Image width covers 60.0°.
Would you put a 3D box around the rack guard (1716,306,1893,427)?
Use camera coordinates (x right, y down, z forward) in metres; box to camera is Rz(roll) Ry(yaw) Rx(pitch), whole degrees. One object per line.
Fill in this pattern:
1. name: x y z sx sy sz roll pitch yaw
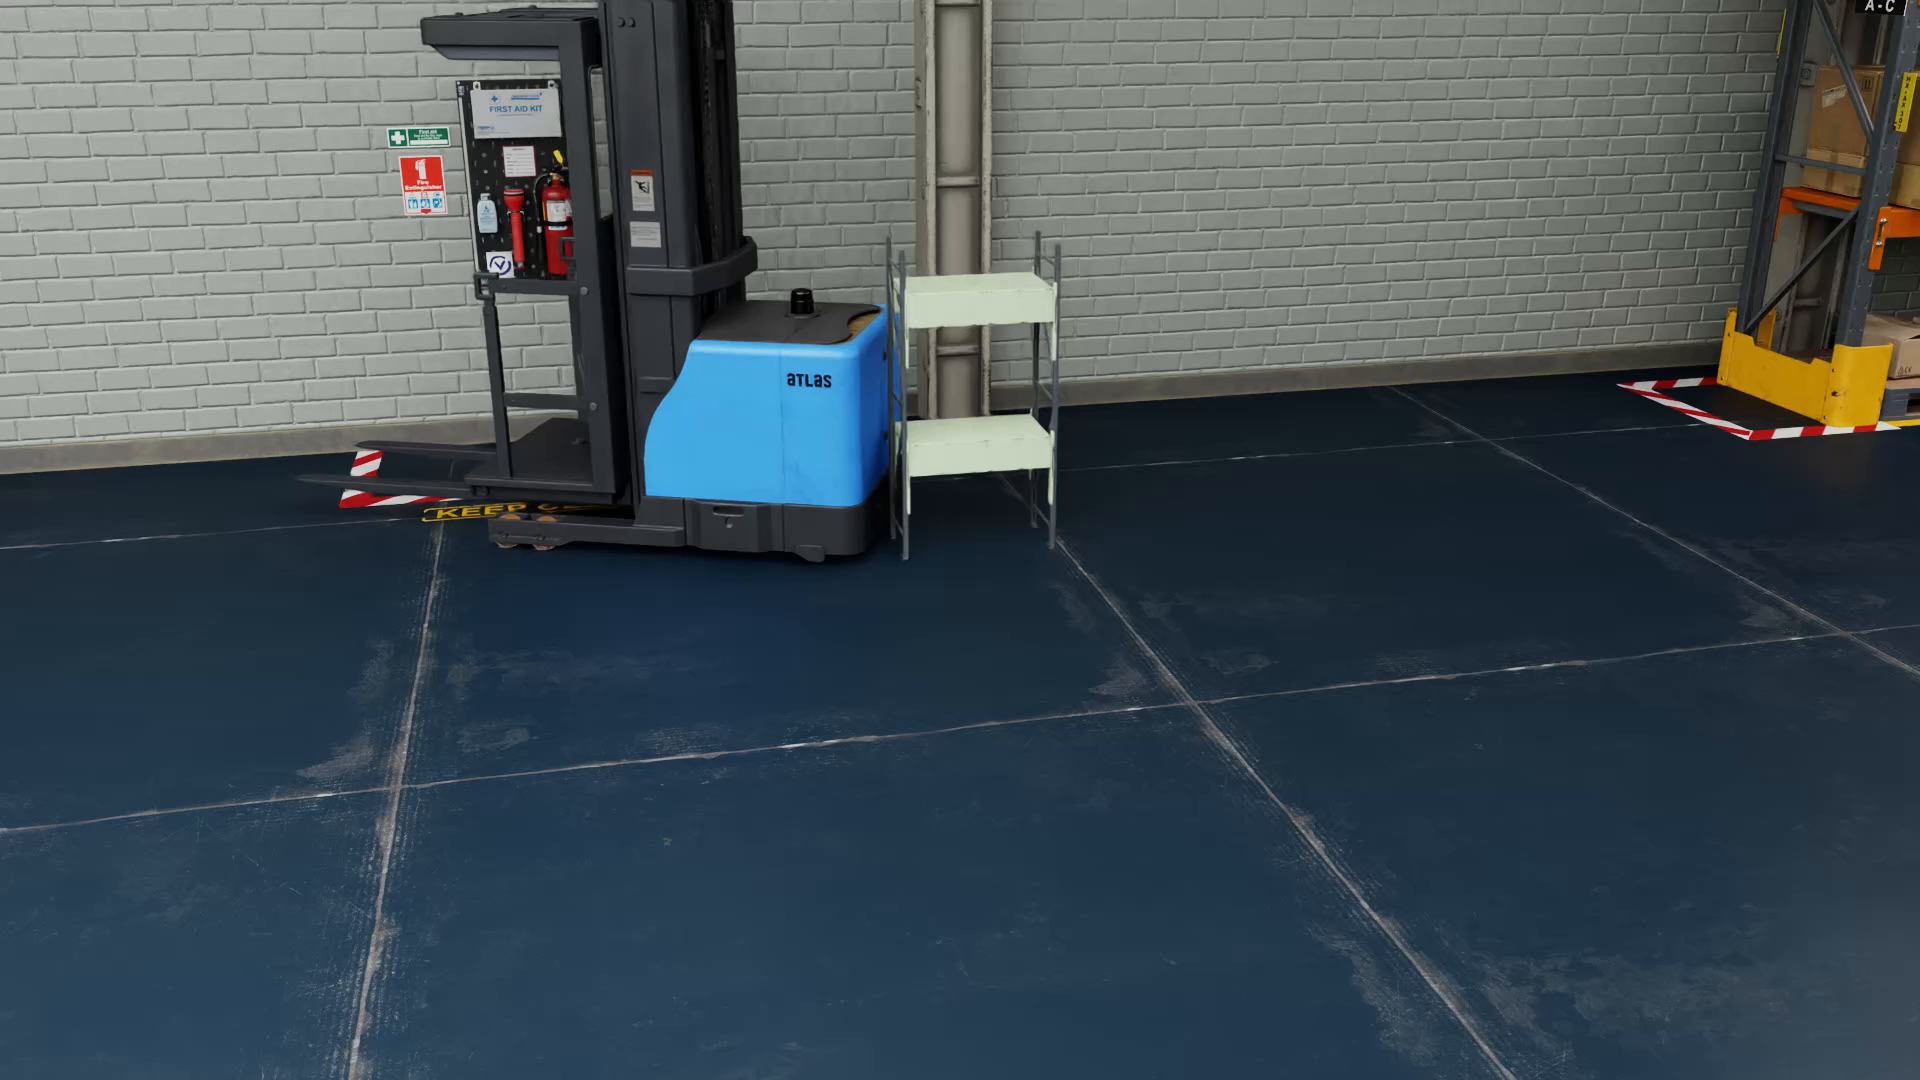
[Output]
1. rack guard: 5.392 -1.129 10.671 0.348 0.500 1.175 -5 21 -12

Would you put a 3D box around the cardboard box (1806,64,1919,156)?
1. cardboard box: 5.728 -2.697 10.414 0.500 0.500 0.500 -5 21 -13

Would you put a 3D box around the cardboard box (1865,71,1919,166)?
1. cardboard box: 5.851 -2.525 9.946 0.500 0.500 0.500 -5 21 -12

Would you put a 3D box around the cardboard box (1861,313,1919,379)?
1. cardboard box: 6.012 -1.266 10.679 0.500 0.311 0.500 -7 21 -19

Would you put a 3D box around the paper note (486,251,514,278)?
1. paper note: -2.641 -1.580 9.547 0.142 0.148 0.016 -5 21 -12

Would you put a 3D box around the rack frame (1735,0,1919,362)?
1. rack frame: 5.318 -2.297 10.225 0.127 3.000 1.000 -5 21 -12

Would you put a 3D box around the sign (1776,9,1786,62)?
1. sign: 5.210 -3.177 10.483 0.005 0.325 0.100 -5 21 -12

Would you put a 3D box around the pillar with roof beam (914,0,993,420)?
1. pillar with roof beam: 0.952 -3.543 4.904 0.400 9.000 9.100 -5 21 -12

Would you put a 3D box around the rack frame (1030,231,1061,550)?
1. rack frame: 0.415 -0.724 8.110 0.023 1.500 0.400 -4 21 -12

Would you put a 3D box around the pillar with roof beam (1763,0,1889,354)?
1. pillar with roof beam: 6.791 -4.018 6.201 0.400 9.000 9.100 -5 21 -12

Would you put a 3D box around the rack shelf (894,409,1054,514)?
1. rack shelf: 0.057 -0.391 8.150 0.720 0.370 0.431 -4 21 -12

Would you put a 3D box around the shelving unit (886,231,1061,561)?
1. shelving unit: 0.057 -0.697 8.037 0.755 1.500 0.431 -4 21 -12

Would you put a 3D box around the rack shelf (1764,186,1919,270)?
1. rack shelf: 7.264 -2.118 10.780 4.000 0.370 1.077 -5 21 -12

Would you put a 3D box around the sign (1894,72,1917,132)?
1. sign: 5.443 -2.522 9.580 0.005 0.325 0.100 -5 21 -12

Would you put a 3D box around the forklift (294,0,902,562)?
1. forklift: -1.864 -1.498 8.143 3.031 2.935 1.130 4 20 10

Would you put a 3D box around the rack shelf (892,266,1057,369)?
1. rack shelf: 0.057 -1.064 7.903 0.720 0.370 0.431 -4 21 -12

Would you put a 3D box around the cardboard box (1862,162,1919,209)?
1. cardboard box: 5.866 -2.168 10.062 0.500 0.250 0.500 -5 21 -14

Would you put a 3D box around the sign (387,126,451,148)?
1. sign: -3.008 -2.238 9.241 0.331 0.109 0.001 -5 21 -12

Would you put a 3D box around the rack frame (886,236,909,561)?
1. rack frame: -0.300 -0.670 7.964 0.023 1.500 0.400 -4 21 -12

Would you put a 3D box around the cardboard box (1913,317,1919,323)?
1. cardboard box: 6.567 -1.311 10.802 0.500 0.311 0.500 -3 20 -8

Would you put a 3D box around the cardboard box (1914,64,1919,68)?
1. cardboard box: 6.220 -2.733 10.514 0.500 0.500 0.500 -4 21 -12

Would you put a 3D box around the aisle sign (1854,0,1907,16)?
1. aisle sign: 5.317 -3.412 9.488 0.004 0.787 0.394 -5 21 -12

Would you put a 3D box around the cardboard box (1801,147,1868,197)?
1. cardboard box: 5.728 -2.338 10.525 0.500 0.250 0.500 -4 21 -12

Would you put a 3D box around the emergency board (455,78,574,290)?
1. emergency board: -2.453 -1.984 9.371 0.643 1.169 0.194 -5 21 -12

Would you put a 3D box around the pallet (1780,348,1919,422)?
1. pallet: 6.190 -1.046 10.864 1.213 0.211 1.003 -5 21 -12

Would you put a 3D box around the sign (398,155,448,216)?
1. sign: -3.015 -1.992 9.339 0.234 0.329 0.001 -5 21 -12
